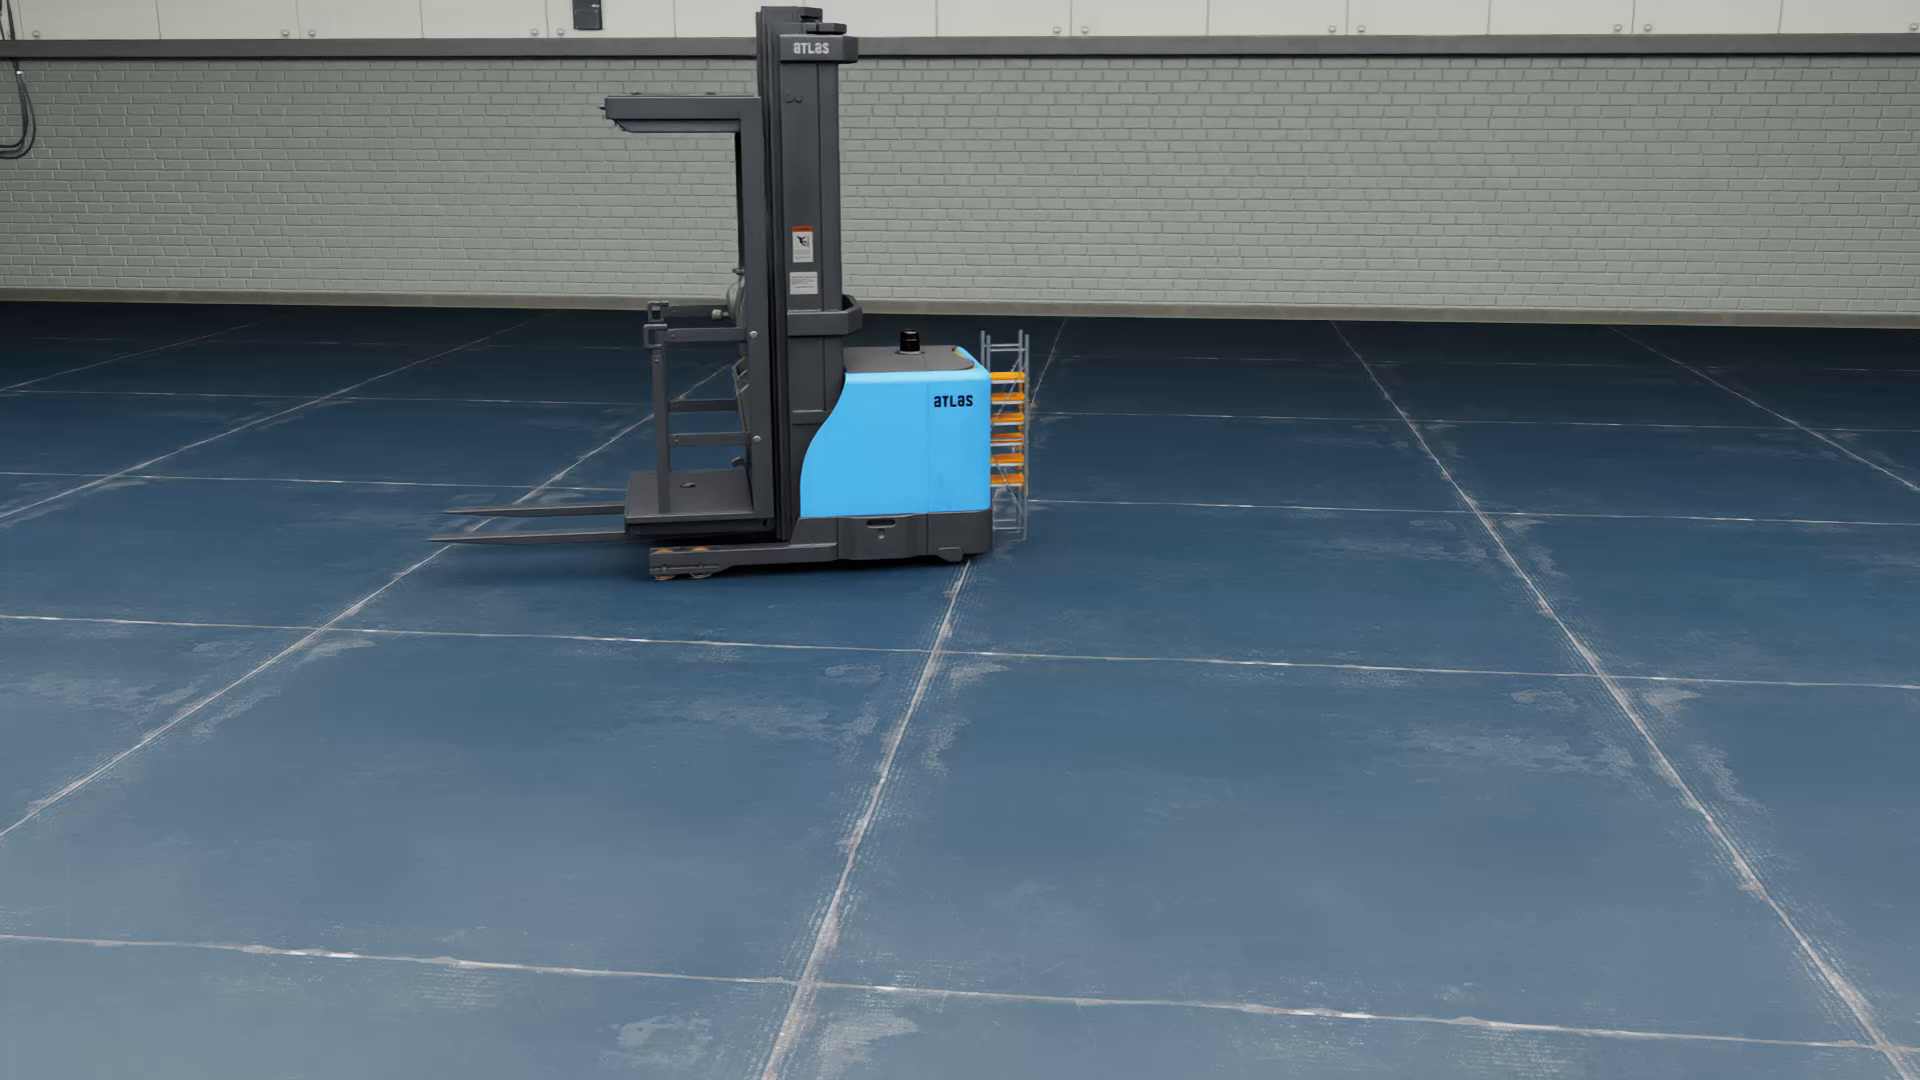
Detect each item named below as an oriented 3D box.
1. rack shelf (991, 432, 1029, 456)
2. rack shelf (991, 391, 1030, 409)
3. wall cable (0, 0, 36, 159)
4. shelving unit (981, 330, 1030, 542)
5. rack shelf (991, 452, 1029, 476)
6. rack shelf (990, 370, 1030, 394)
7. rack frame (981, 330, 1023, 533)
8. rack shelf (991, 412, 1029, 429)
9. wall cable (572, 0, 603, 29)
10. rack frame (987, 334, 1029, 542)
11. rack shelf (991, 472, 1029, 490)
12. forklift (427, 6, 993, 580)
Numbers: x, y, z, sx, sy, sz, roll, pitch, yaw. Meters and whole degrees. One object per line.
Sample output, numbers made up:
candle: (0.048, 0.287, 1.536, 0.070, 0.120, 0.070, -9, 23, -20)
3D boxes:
rack shelf: (0.253, -0.550, 9.568, 0.258, 0.103, 0.180, -2, 15, -9)
rack shelf: (0.253, -0.782, 9.506, 0.258, 0.103, 0.180, -2, 15, -9)
wall cable: (-12.679, -5.837, 19.956, 3.097, 2.526, 0.112, 2, 15, 6)
shelving unit: (0.253, -0.593, 9.557, 0.258, 1.200, 0.189, -2, 15, -9)
rack shelf: (0.252, -0.435, 9.599, 0.258, 0.103, 0.180, -2, 15, -9)
rack shelf: (0.253, -0.898, 9.474, 0.258, 0.103, 0.180, -2, 15, -9)
rack frame: (0.238, -0.617, 9.644, 0.240, 1.200, 0.006, -2, 15, -9)
rack shelf: (0.253, -0.666, 9.537, 0.258, 0.103, 0.180, -2, 15, -9)
wall cable: (-3.248, -8.693, 18.057, 2.305, 6.003, 0.169, 2, 15, 6)
rack frame: (0.267, -0.570, 9.469, 0.240, 1.200, 0.006, -2, 15, -9)
rack shelf: (0.252, -0.319, 9.631, 0.258, 0.103, 0.180, -2, 15, -9)
forklift: (-1.383, -1.348, 9.034, 3.031, 2.935, 1.130, -2, 15, -9)
